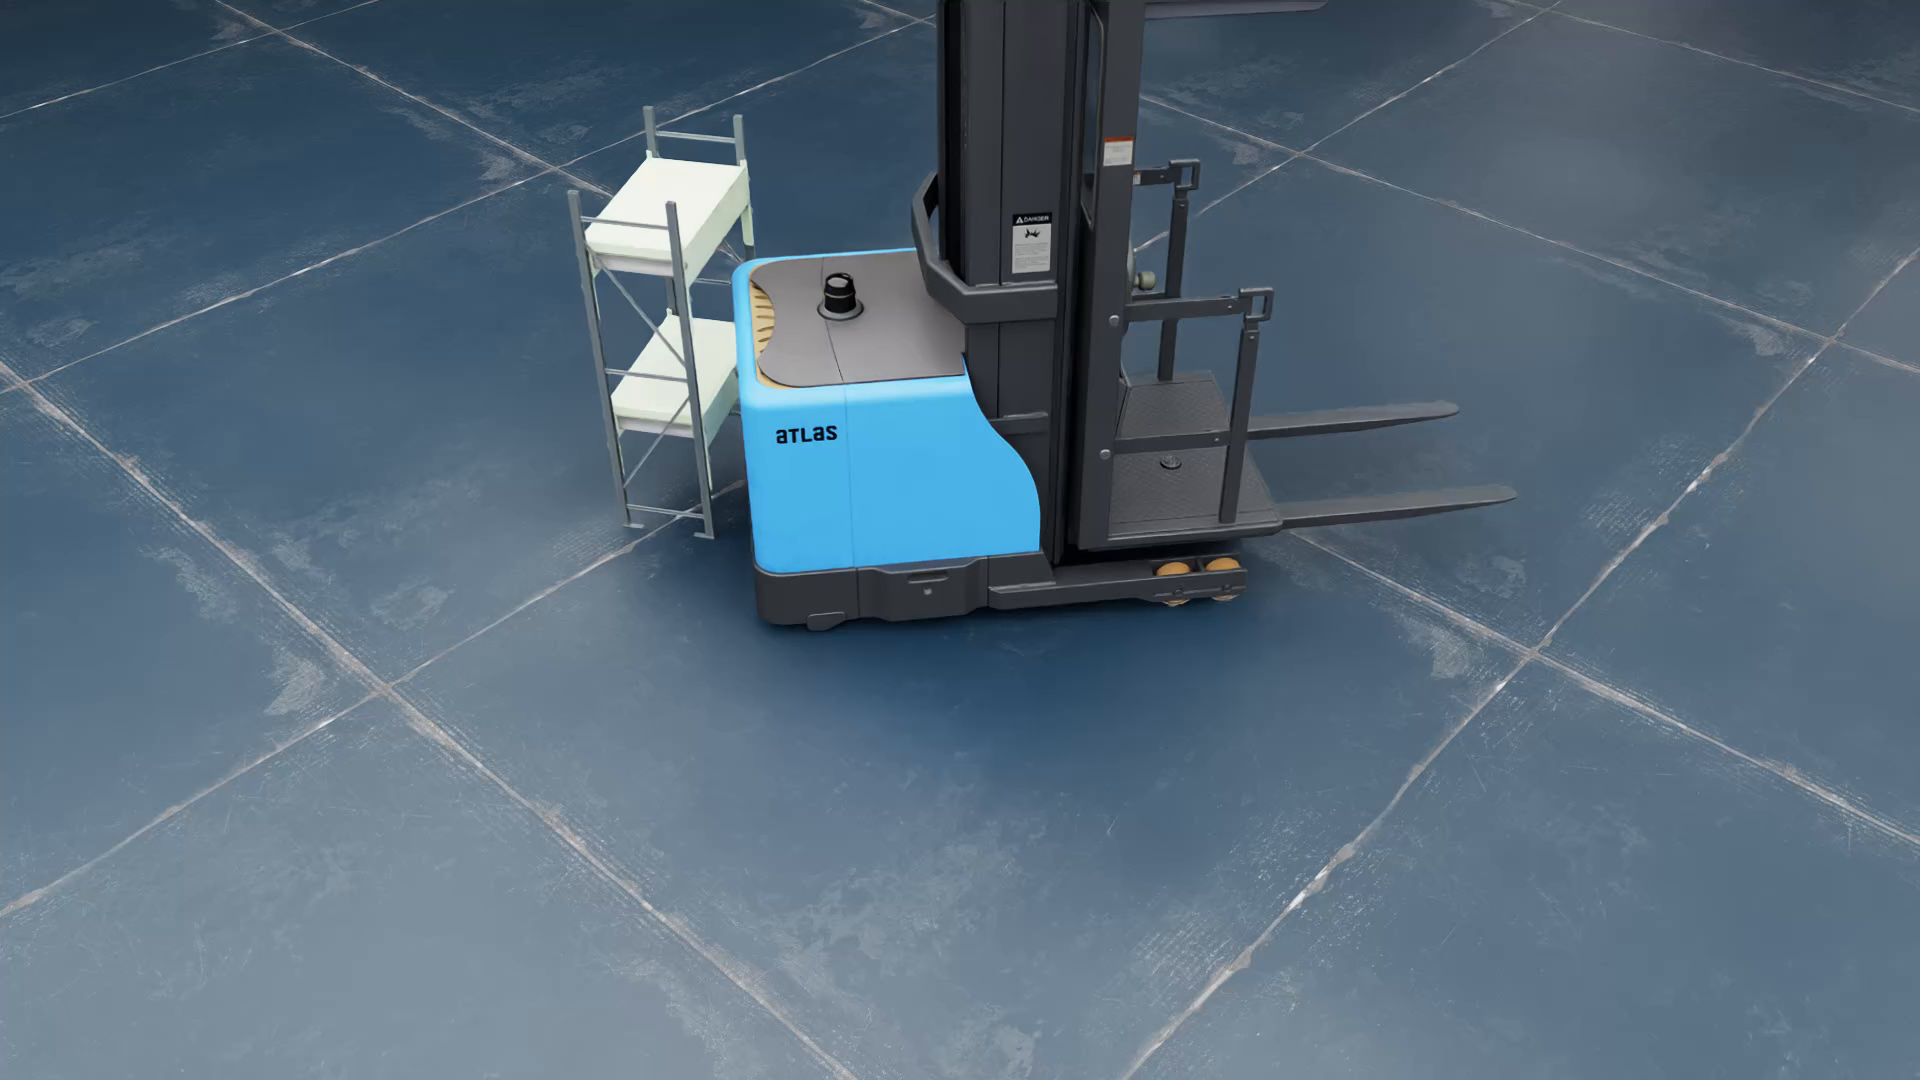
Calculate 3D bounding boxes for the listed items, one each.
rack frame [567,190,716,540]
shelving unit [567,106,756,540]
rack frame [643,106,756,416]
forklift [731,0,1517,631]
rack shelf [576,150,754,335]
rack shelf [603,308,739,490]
[{"bbox_3d":[-1.191,-0.621,6.325,0.400,1.500,0.023,8,39,10],"label":"rack frame"},{"bbox_3d":[-1.110,-0.843,6.605,0.431,1.500,0.755,8,39,10],"label":"shelving unit"},{"bbox_3d":[-1.030,-1.066,6.884,0.400,1.500,0.023,8,39,10],"label":"rack frame"},{"bbox_3d":[0.672,-1.218,5.927,3.031,2.935,1.130,-5,39,-6],"label":"forklift"},{"bbox_3d":[-1.111,-1.149,6.362,0.431,0.370,0.720,8,39,10],"label":"rack shelf"},{"bbox_3d":[-1.110,-0.588,6.807,0.431,0.370,0.720,8,39,10],"label":"rack shelf"}]
